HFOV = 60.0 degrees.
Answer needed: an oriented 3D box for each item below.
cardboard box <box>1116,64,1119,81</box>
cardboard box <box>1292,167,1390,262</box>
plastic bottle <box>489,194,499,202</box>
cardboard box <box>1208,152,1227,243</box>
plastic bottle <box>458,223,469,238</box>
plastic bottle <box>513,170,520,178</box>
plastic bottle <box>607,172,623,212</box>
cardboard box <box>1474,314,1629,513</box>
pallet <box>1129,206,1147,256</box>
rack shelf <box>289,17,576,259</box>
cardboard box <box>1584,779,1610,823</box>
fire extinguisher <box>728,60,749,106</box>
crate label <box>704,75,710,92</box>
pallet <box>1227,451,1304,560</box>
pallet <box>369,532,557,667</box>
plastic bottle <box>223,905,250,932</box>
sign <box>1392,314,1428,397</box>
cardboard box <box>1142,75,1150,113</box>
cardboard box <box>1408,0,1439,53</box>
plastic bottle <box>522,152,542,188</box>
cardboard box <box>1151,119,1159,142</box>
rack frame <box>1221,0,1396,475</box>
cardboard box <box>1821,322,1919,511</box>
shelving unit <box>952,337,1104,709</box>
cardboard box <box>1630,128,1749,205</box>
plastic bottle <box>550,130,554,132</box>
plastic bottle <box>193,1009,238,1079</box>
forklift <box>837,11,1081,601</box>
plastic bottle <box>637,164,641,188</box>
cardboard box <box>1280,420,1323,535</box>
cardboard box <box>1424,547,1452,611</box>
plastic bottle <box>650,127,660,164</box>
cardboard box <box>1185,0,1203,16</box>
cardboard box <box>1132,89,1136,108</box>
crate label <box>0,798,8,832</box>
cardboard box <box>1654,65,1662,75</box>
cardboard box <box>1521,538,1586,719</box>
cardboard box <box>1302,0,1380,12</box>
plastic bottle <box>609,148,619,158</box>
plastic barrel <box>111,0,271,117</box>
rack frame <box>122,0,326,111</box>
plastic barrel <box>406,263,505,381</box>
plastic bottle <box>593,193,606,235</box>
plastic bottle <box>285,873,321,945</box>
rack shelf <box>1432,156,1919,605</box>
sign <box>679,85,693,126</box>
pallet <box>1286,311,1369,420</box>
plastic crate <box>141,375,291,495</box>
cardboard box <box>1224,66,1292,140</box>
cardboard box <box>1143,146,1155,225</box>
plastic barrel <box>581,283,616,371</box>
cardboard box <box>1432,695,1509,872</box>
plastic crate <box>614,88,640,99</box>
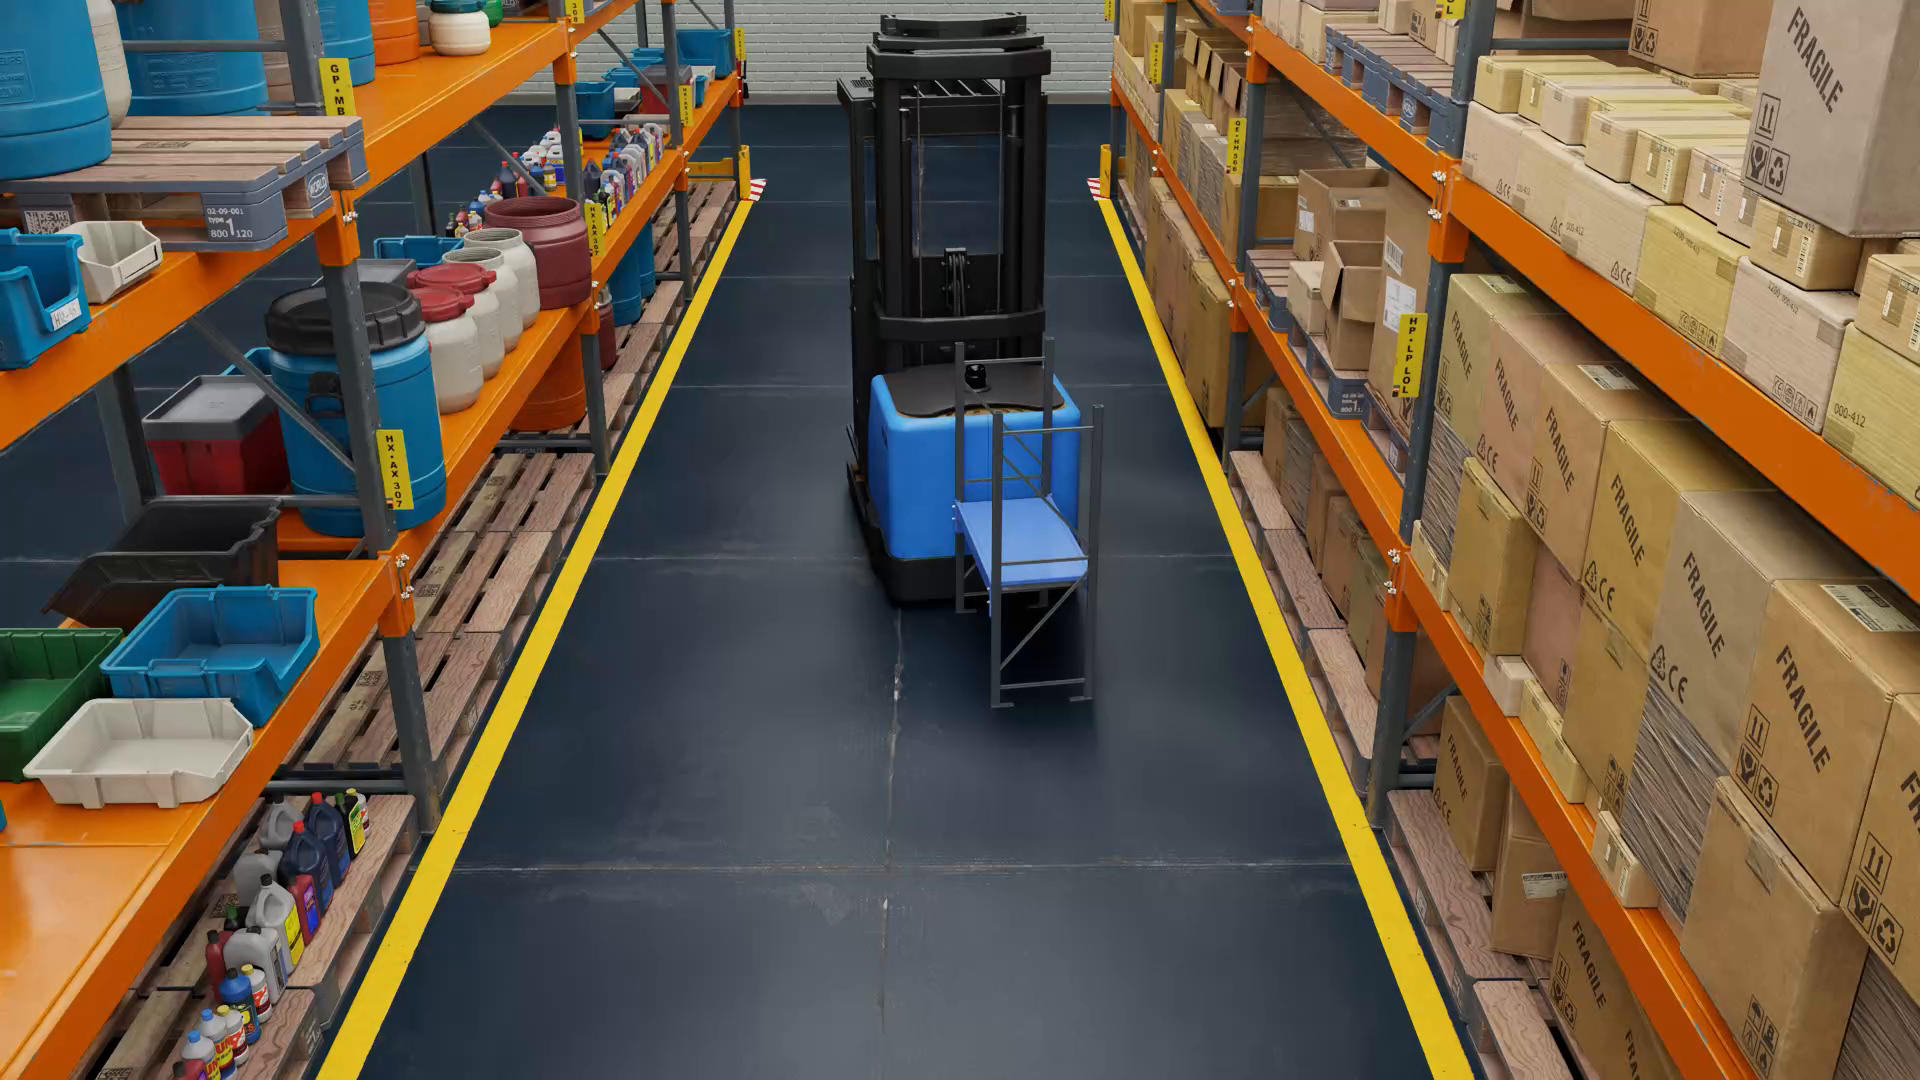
[{"bbox_3d":[1.787,-4.743,16.901,0.380,0.149,0.250,-1,24,-1],"label":"cardboard box"},{"bbox_3d":[2.242,-1.829,9.523,0.500,0.500,0.500,-3,25,-7],"label":"cardboard box"},{"bbox_3d":[-3.180,-2.250,11.325,0.097,0.201,0.097,0,24,0],"label":"plastic bottle"},{"bbox_3d":[1.943,-2.267,11.002,0.500,0.500,0.500,0,24,-1],"label":"cardboard box"},{"bbox_3d":[-3.171,-1.914,10.583,0.097,0.201,0.097,0,24,0],"label":"plastic bottle"},{"bbox_3d":[-3.143,-2.506,11.792,0.061,0.283,0.133,0,24,-1],"label":"plastic bottle"},{"bbox_3d":[-2.425,-2.437,11.654,0.097,0.271,0.097,0,24,0],"label":"plastic bottle"},{"bbox_3d":[1.997,-0.410,5.321,0.500,0.500,0.500,0,24,-1],"label":"cardboard box"},{"bbox_3d":[2.206,-3.010,16.148,1.003,0.211,1.213,0,24,-1],"label":"pallet"},{"bbox_3d":[-2.735,-2.007,7.780,1.077,0.370,4.000,0,24,-1],"label":"rack shelf"},{"bbox_3d":[2.019,0.759,4.736,0.380,0.149,0.250,0,24,-1],"label":"cardboard box"},{"bbox_3d":[-2.391,-4.948,17.596,0.296,0.674,0.183,0,24,-1],"label":"fire extinguisher"},{"bbox_3d":[-2.638,-4.426,16.144,0.396,0.136,0.243,0,24,-1],"label":"crate label"},{"bbox_3d":[2.203,-0.222,9.984,1.003,0.211,1.213,0,24,-1],"label":"pallet"},{"bbox_3d":[-2.777,0.299,8.832,1.003,0.211,1.213,0,24,-1],"label":"pallet"},{"bbox_3d":[-2.515,1.381,5.819,0.061,0.283,0.133,0,24,-1],"label":"plastic bottle"},{"bbox_3d":[1.685,-0.690,6.230,0.100,0.325,0.005,0,24,-1],"label":"sign"},{"bbox_3d":[1.877,-3.924,14.606,0.500,0.250,0.500,0,24,1],"label":"cardboard box"},{"bbox_3d":[2.322,-2.353,7.039,0.797,0.503,0.637,1,24,2],"label":"cardboard box"},{"bbox_3d":[-3.164,-2.714,12.262,0.152,0.276,0.135,0,24,-1],"label":"plastic bottle"},{"bbox_3d":[1.821,-3.472,14.092,0.380,0.149,0.250,0,24,0],"label":"cardboard box"},{"bbox_3d":[2.196,-1.814,10.121,1.000,3.000,0.127,0,24,-1],"label":"rack frame"},{"bbox_3d":[2.016,-0.219,3.137,0.500,0.250,0.500,0,24,0],"label":"cardboard box"},{"bbox_3d":[0.309,-0.106,8.164,0.538,1.500,1.048,-4,25,-9],"label":"shelving unit"},{"bbox_3d":[1.987,-0.974,4.321,0.380,0.149,0.250,-1,24,-2],"label":"cardboard box"},{"bbox_3d":[-3.201,-3.086,13.089,0.097,0.271,0.097,0,24,0],"label":"plastic bottle"},{"bbox_3d":[-2.383,1.616,5.313,0.097,0.271,0.097,0,24,0],"label":"plastic bottle"},{"bbox_3d":[-0.105,-1.590,9.710,1.130,2.935,3.031,-4,25,-9],"label":"forklift"},{"bbox_3d":[-2.433,-2.727,12.381,0.097,0.201,0.097,0,24,0],"label":"plastic bottle"},{"bbox_3d":[2.242,-0.371,9.430,0.700,0.500,0.500,-2,24,-5],"label":"cardboard box"},{"bbox_3d":[1.931,0.142,6.102,0.380,0.149,0.250,0,24,-1],"label":"cardboard box"},{"bbox_3d":[-2.425,-3.131,13.174,0.061,0.283,0.133,0,24,-1],"label":"plastic bottle"},{"bbox_3d":[2.377,-5.320,16.784,0.500,0.500,0.500,0,24,0],"label":"cardboard box"},{"bbox_3d":[1.805,-4.107,15.495,0.380,0.149,0.250,0,24,0],"label":"cardboard box"},{"bbox_3d":[-2.960,0.731,4.450,0.502,0.435,0.616,0,24,-1],"label":"crate label"},{"bbox_3d":[2.532,-1.513,5.514,0.380,0.149,0.250,0,24,1],"label":"cardboard box"},{"bbox_3d":[2.259,0.250,5.074,0.875,0.500,0.500,0,24,-1],"label":"cardboard box"},{"bbox_3d":[1.958,-2.843,8.029,0.500,0.500,0.500,-1,24,-2],"label":"cardboard box"},{"bbox_3d":[-2.586,-2.799,12.454,0.097,0.271,0.097,0,24,0],"label":"plastic bottle"},{"bbox_3d":[-2.936,-1.947,6.167,0.600,0.901,0.708,0,24,-1],"label":"plastic barrel"},{"bbox_3d":[-2.713,-2.877,5.191,1.000,3.000,0.127,0,24,-1],"label":"rack frame"},{"bbox_3d":[-2.517,-1.081,8.336,0.433,0.535,0.433,0,24,0],"label":"plastic barrel"},{"bbox_3d":[-2.399,-2.165,11.038,0.061,0.283,0.133,0,24,-1],"label":"plastic bottle"},{"bbox_3d":[-2.372,1.304,5.990,0.061,0.283,0.133,1,24,3],"label":"plastic bottle"},{"bbox_3d":[2.261,-0.381,4.185,1.077,0.370,4.000,0,24,-1],"label":"rack shelf"},{"bbox_3d":[-2.250,-3.568,13.663,0.100,0.325,0.005,0,24,-1],"label":"sign"},{"bbox_3d":[2.258,-0.911,8.358,1.003,0.211,1.213,0,24,-1],"label":"pallet"},{"bbox_3d":[-3.024,-0.371,6.853,0.402,0.464,0.583,0,24,-1],"label":"plastic crate"},{"bbox_3d":[2.200,-2.887,11.154,0.797,0.503,0.637,0,24,1],"label":"cardboard box"},{"bbox_3d":[2.215,-3.329,15.539,0.875,0.875,0.875,0,24,-1],"label":"cardboard box"},{"bbox_3d":[-2.791,-1.551,11.957,0.600,0.588,0.708,0,24,-1],"label":"plastic barrel"},{"bbox_3d":[2.204,0.947,6.541,0.500,0.500,0.500,-1,24,-2],"label":"cardboard box"},{"bbox_3d":[-3.120,-4.064,15.342,0.293,0.136,0.466,0,24,-1],"label":"plastic crate"}]
